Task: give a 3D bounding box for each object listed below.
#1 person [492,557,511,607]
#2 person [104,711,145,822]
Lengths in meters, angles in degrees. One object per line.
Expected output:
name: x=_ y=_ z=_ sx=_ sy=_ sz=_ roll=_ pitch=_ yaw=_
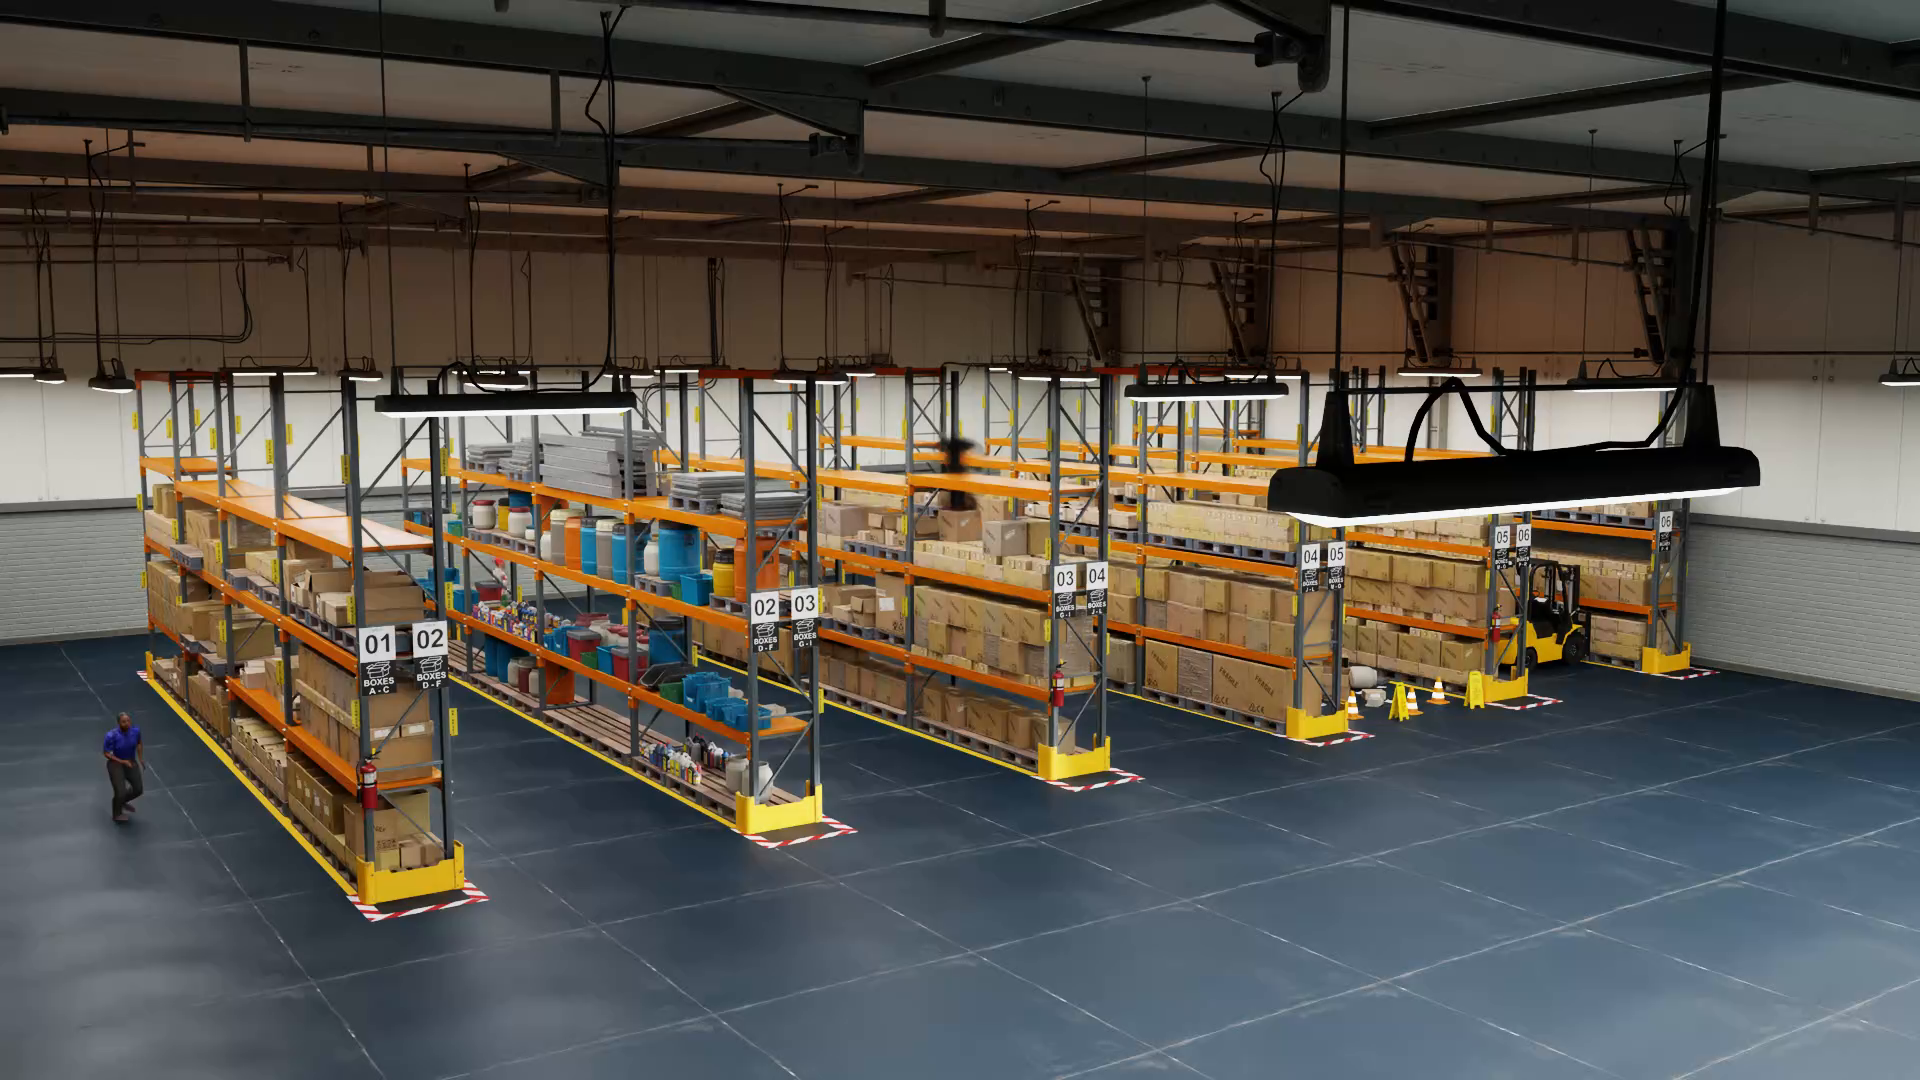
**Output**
person: x=-10.423 y=1.242 z=37.591 sx=0.571 sy=1.723 sz=0.752 roll=-2 pitch=7 yaw=-18
person: x=-11.287 y=3.044 z=22.427 sx=0.742 sy=1.547 sz=0.557 roll=5 pitch=8 yaw=36
